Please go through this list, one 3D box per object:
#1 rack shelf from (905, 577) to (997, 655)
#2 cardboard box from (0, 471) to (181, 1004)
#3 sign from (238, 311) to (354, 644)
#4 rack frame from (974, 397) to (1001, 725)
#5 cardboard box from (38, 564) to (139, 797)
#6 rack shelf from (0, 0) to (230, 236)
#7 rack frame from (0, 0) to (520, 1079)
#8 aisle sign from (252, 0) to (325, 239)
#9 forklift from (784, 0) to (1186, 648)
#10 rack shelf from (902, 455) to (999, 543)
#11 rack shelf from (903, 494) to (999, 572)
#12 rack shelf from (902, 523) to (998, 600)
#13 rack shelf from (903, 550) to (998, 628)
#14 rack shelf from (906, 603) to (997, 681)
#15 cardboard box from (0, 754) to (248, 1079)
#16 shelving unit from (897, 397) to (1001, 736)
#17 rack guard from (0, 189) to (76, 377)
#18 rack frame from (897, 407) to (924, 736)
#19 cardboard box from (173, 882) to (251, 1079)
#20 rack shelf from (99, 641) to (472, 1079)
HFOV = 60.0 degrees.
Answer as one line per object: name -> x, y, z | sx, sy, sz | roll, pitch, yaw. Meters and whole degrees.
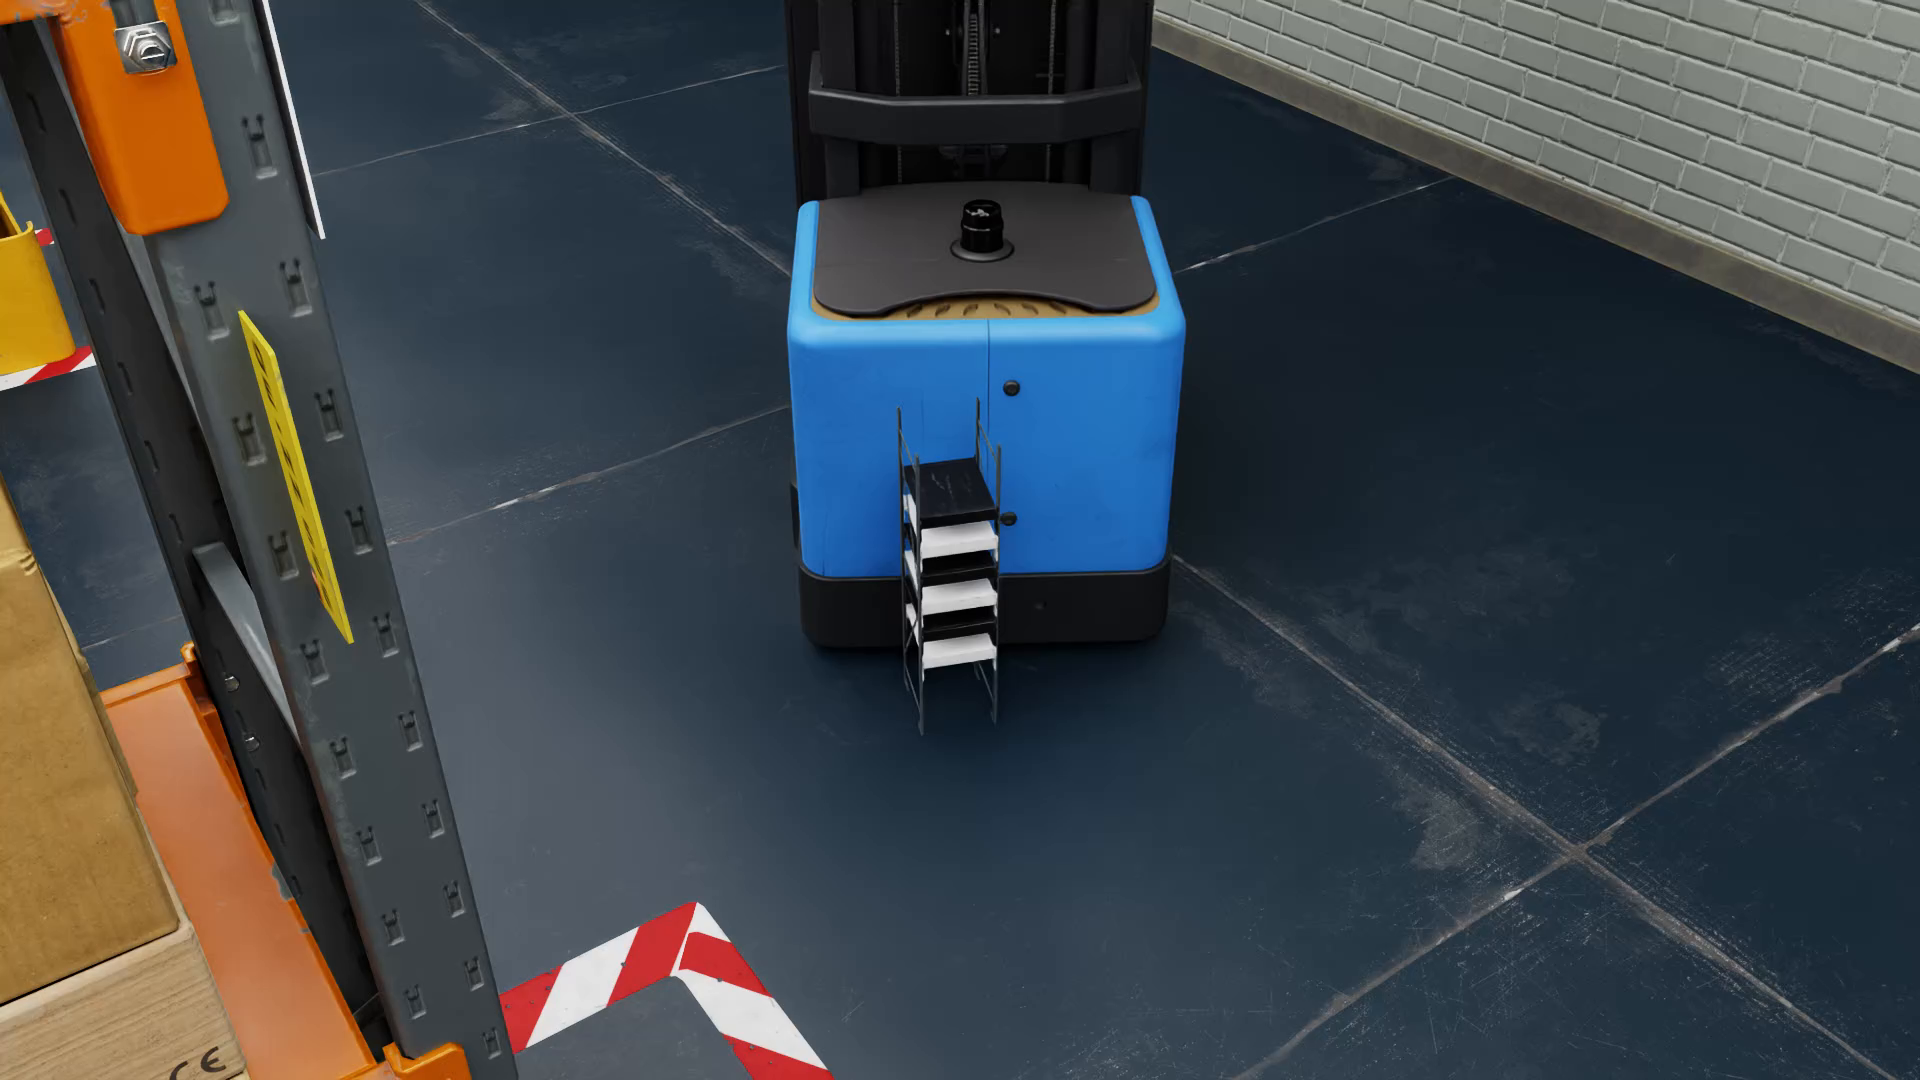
rack shelf -> -0.029, 0.185, 4.433 | 0.200, 0.077, 0.258 | -8, 36, -11
cardboard box -> -1.170, 0.174, 1.670 | 0.500, 0.500, 0.500 | -22, 41, -27
sign -> -0.622, -0.053, 1.560 | 0.005, 0.325, 0.100 | -22, 41, -28
rack frame -> 0.070, 0.071, 4.380 | 0.006, 0.900, 0.240 | -8, 36, -11
cardboard box -> -1.471, 0.222, 2.246 | 0.500, 0.250, 0.500 | -24, 42, -29
rack shelf -> -2.558, -0.004, 0.733 | 4.000, 0.370, 1.077 | -22, 41, -28
rack frame -> -0.921, 0.251, 2.332 | 0.053, 2.616, 0.949 | -22, 41, -28
aisle sign -> -0.691, -0.687, 1.410 | 0.004, 0.787, 0.394 | -22, 41, -28
forklift -> 0.016, -1.719, 5.130 | 1.130, 2.935, 3.031 | -1, 36, -2
rack shelf -> -0.029, -0.107, 4.223 | 0.200, 0.077, 0.258 | -8, 36, -11
rack shelf -> -0.029, -0.034, 4.275 | 0.200, 0.077, 0.258 | -8, 36, -11
rack shelf -> -0.029, 0.039, 4.328 | 0.200, 0.077, 0.258 | -8, 36, -11
rack shelf -> -0.029, 0.112, 4.381 | 0.200, 0.077, 0.258 | -8, 36, -11
rack shelf -> -0.029, 0.258, 4.486 | 0.200, 0.077, 0.258 | -8, 36, -11
cardboard box -> -1.166, 0.479, 1.888 | 0.500, 0.250, 0.500 | -23, 42, -29
shelving unit -> -0.029, 0.085, 4.361 | 0.210, 0.900, 0.258 | -8, 36, -11
rack guard -> -3.764, -1.114, 6.371 | 0.348, 0.500, 1.175 | -22, 41, -28
rack frame -> -0.128, 0.099, 4.342 | 0.006, 0.900, 0.240 | -8, 36, -11
cardboard box -> -1.024, 0.628, 2.022 | 0.250, 0.149, 0.380 | -22, 41, -27
rack shelf -> -2.558, 1.214, 1.609 | 4.000, 0.370, 1.077 | -22, 41, -28
